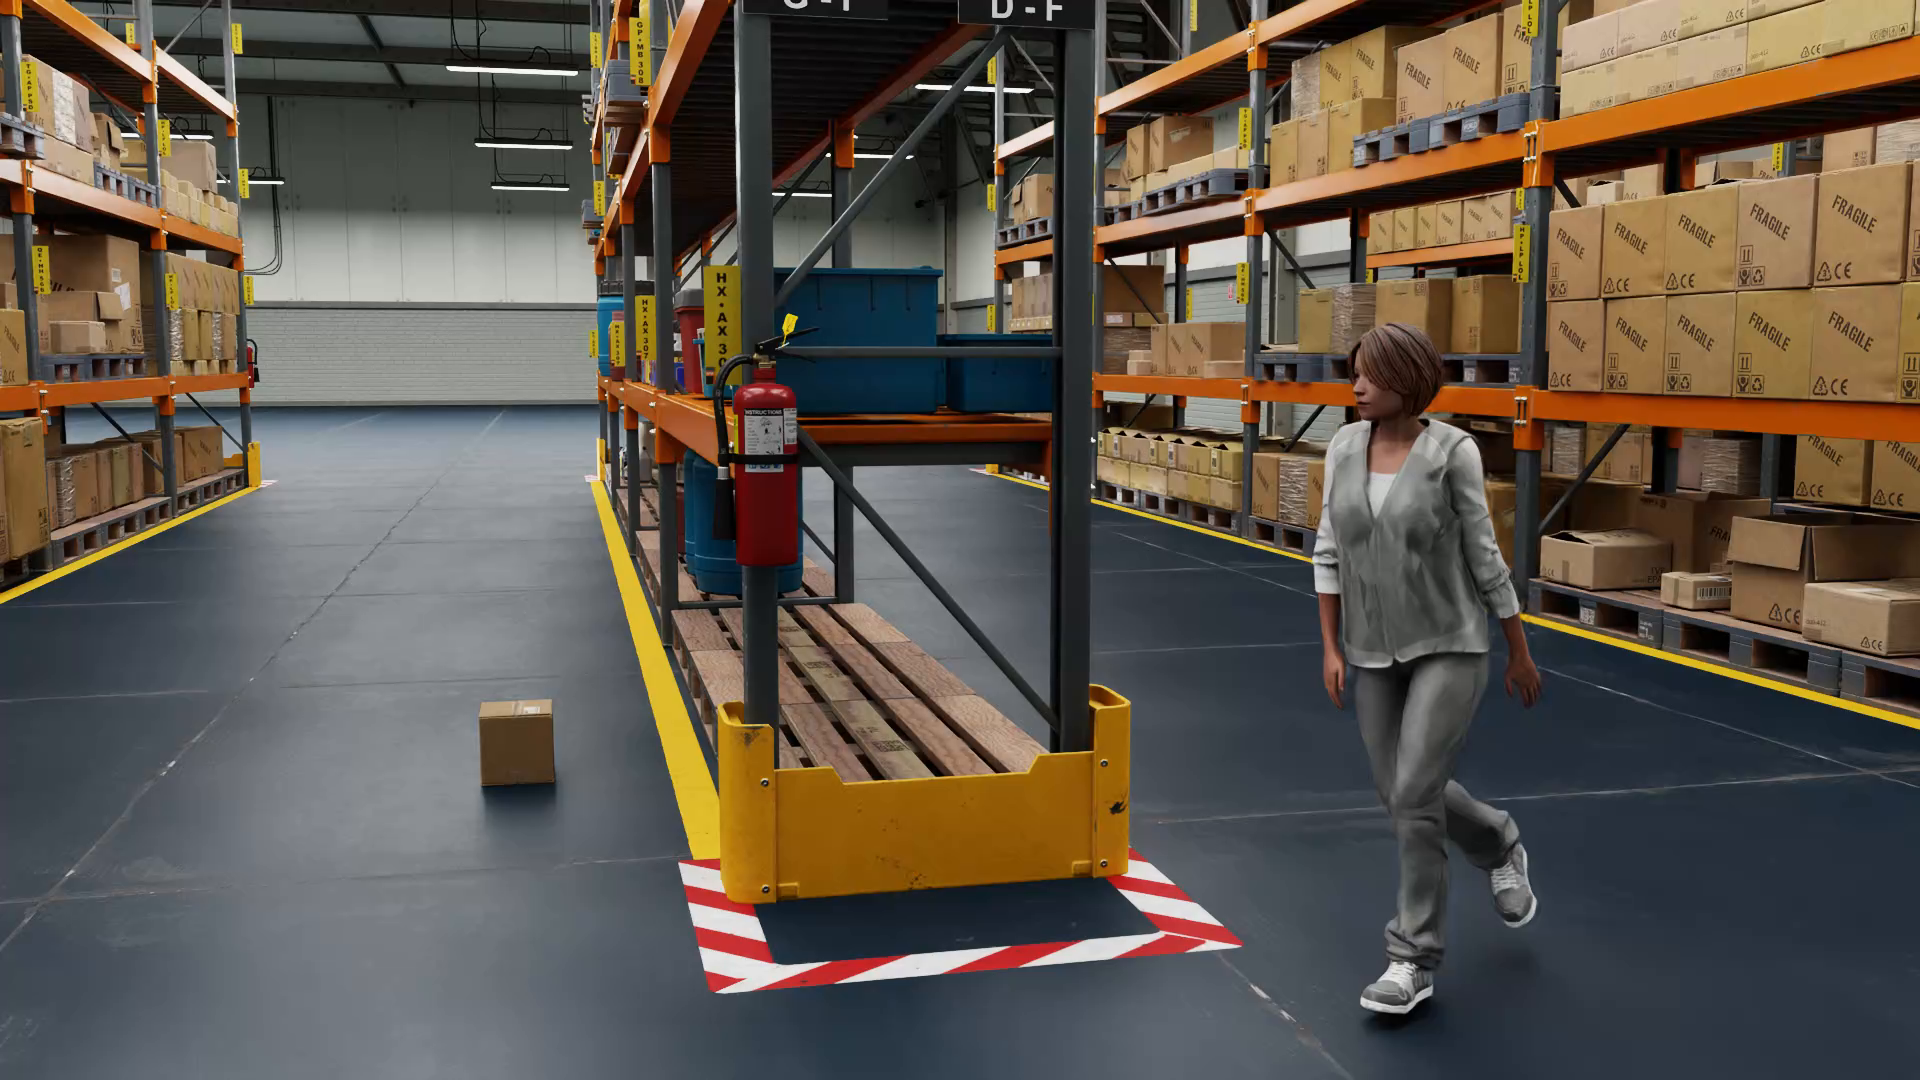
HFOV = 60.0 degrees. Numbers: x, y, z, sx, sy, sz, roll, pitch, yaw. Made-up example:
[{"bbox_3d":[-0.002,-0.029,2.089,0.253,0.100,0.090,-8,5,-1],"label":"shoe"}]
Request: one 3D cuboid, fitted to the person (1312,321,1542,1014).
[{"bbox_3d":[1.114,0.266,3.961,0.494,1.559,0.760,6,8,41],"label":"person"}]
